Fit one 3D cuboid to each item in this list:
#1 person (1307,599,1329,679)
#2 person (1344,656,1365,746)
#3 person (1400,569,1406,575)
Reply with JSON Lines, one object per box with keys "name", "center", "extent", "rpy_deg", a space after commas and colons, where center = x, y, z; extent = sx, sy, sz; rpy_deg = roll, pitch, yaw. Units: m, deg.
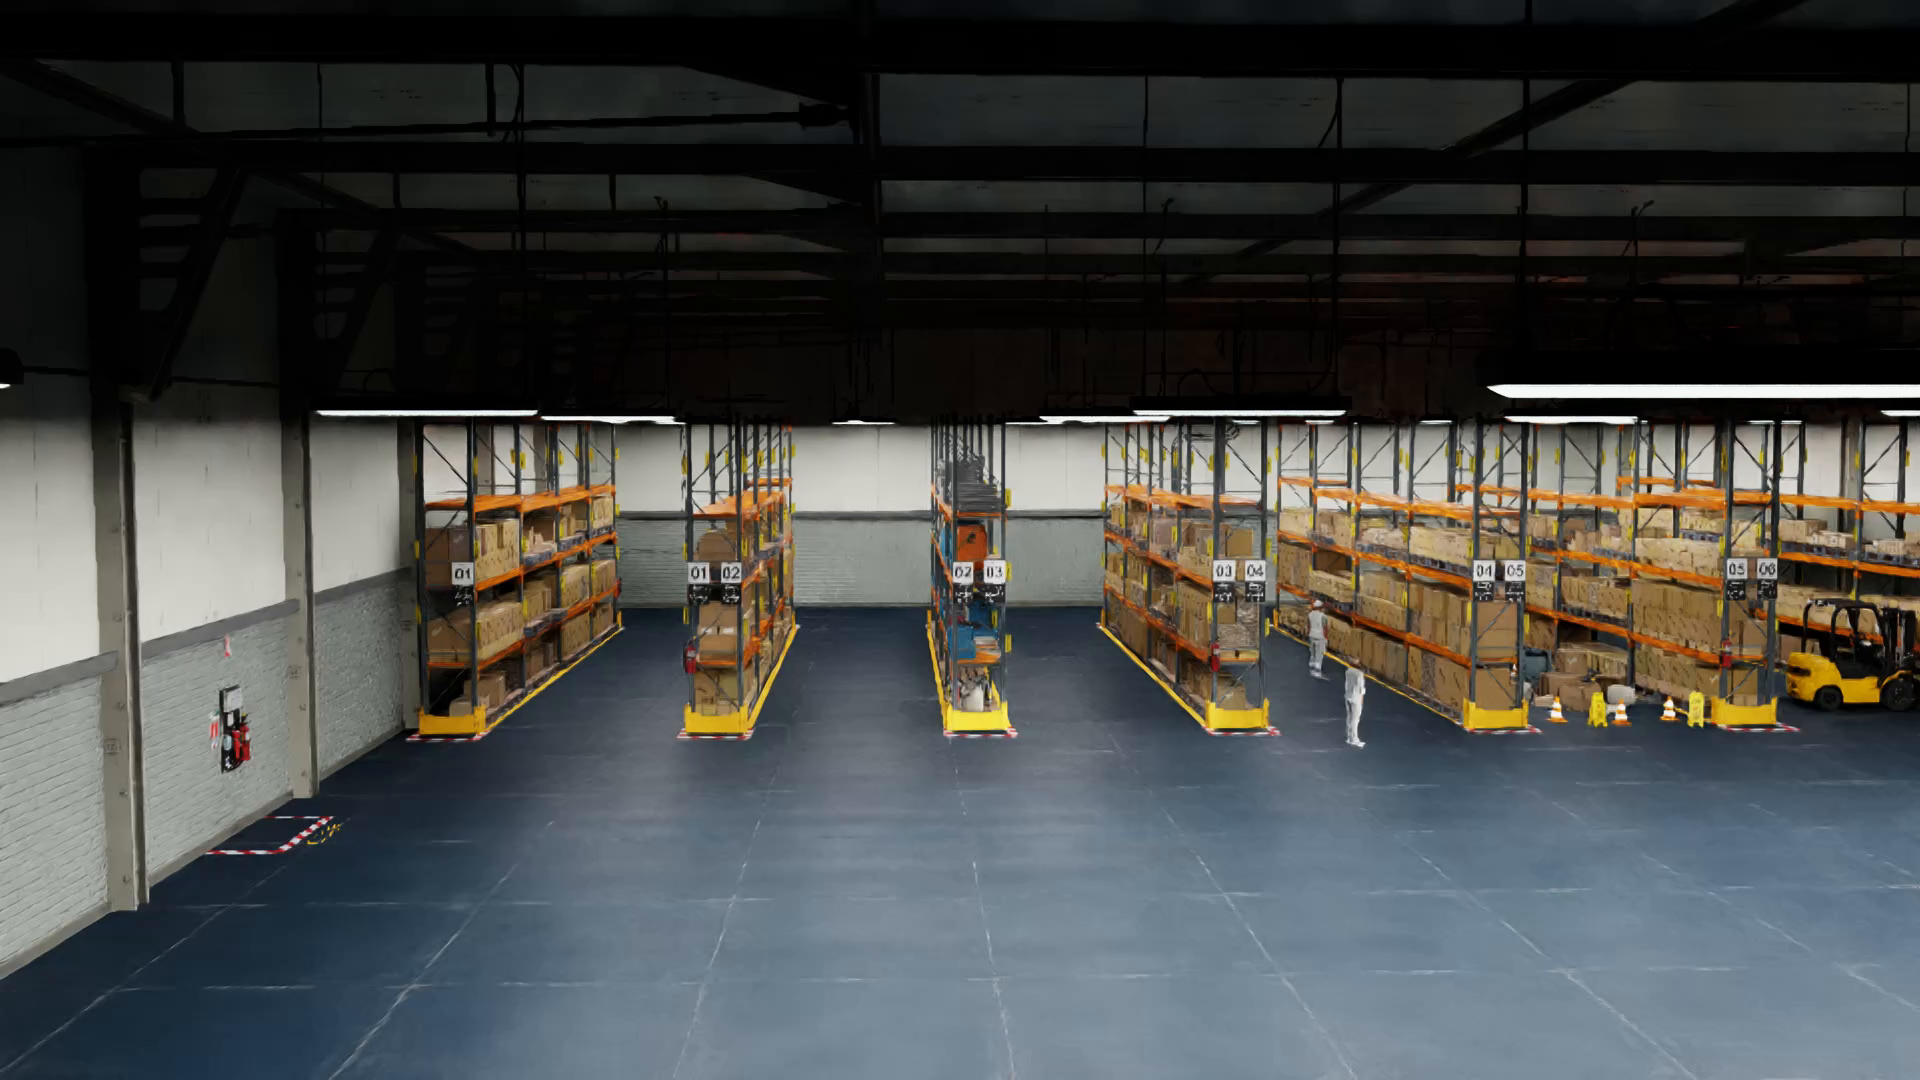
{"name": "person", "center": [8.164, 2.240, 37.794], "extent": [0.442, 1.792, 0.601], "rpy_deg": [-3, 5, -33]}
{"name": "person", "center": [7.107, 2.878, 29.887], "extent": [0.409, 1.600, 0.464], "rpy_deg": [-2, 5, -31]}
{"name": "person", "center": [12.346, 1.675, 46.211], "extent": [0.582, 1.783, 0.693], "rpy_deg": [1, 4, 9]}
